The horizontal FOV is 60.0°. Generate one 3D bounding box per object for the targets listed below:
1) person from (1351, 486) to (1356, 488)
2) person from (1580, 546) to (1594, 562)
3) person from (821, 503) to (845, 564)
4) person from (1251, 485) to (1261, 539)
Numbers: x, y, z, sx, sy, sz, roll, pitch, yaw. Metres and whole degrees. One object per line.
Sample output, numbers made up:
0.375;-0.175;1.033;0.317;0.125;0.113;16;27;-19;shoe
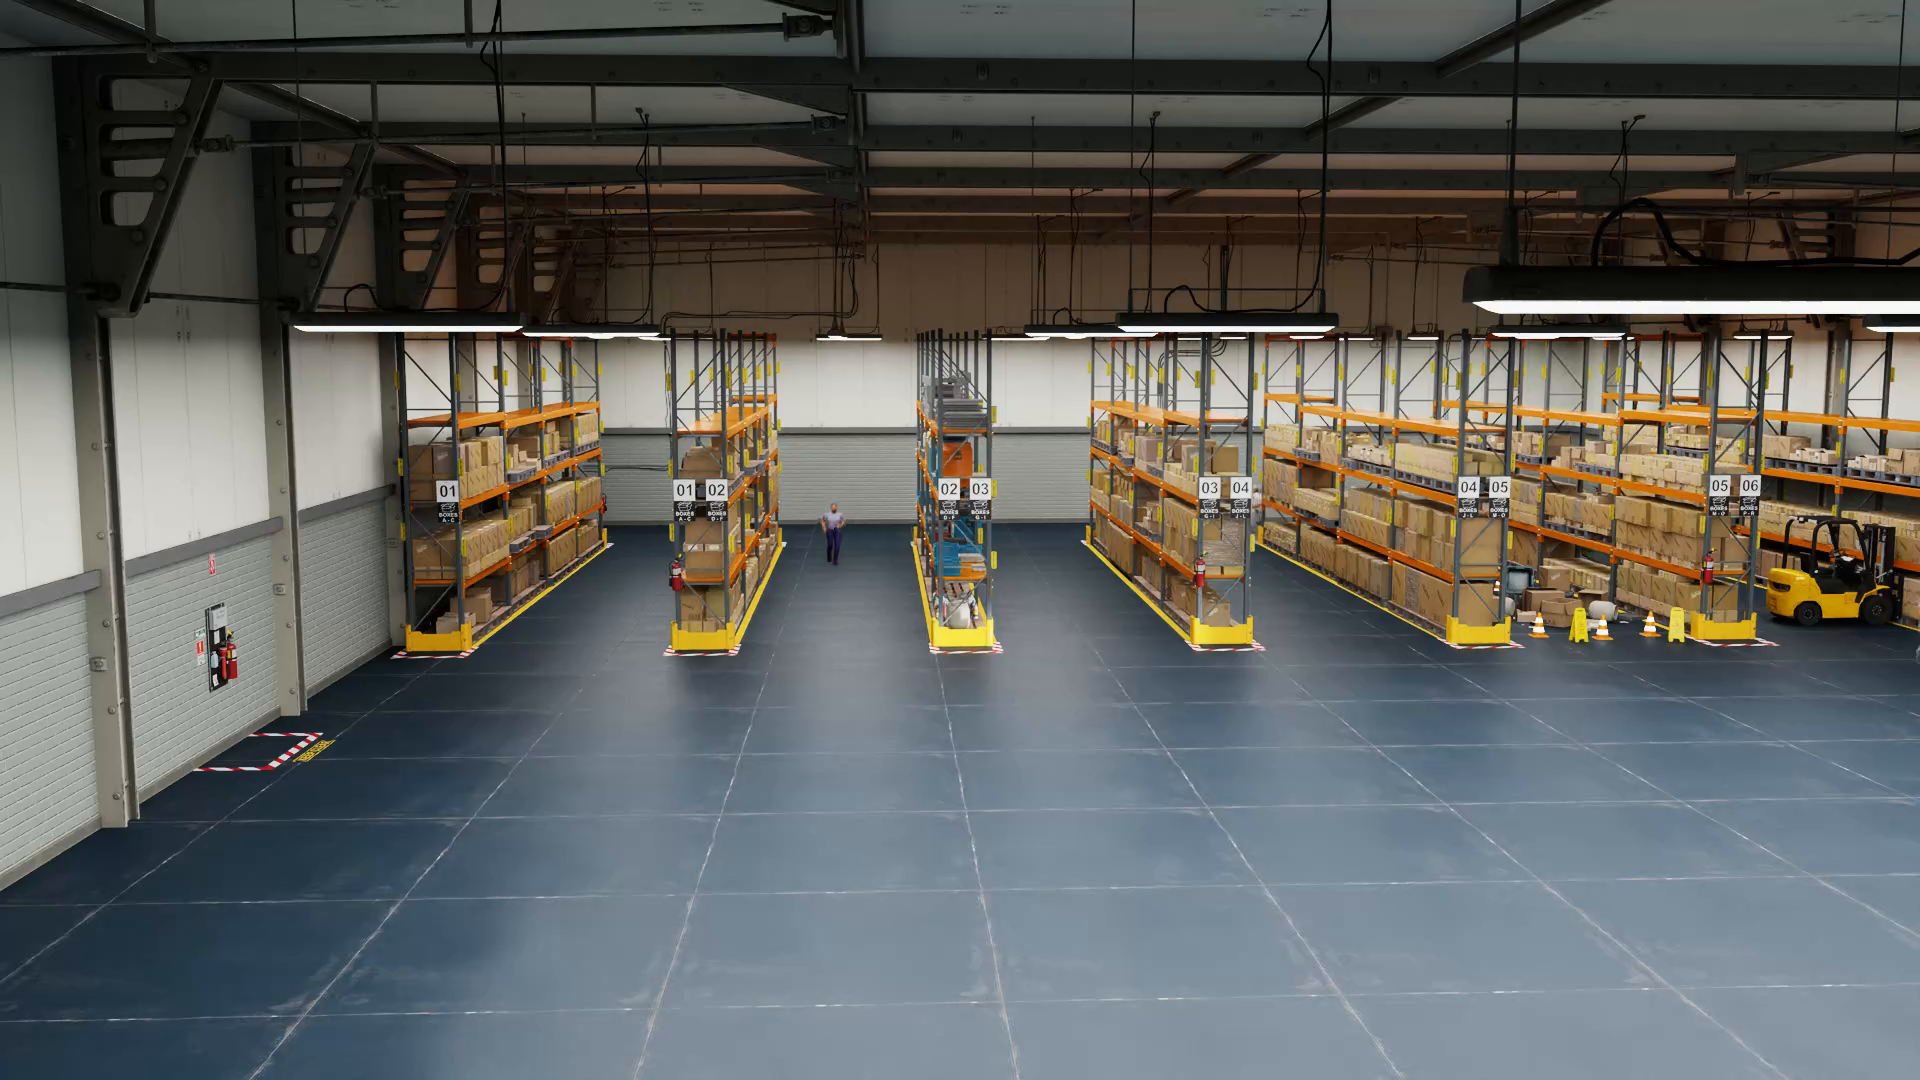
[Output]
10.952;-0.607;46.459;0.627;1.782;1.116;0;7;-4;person
15.872;-0.081;41.943;0.654;1.744;0.525;0;7;-2;person
-3.272;-0.159;43.111;0.590;1.610;0.591;-2;7;-13;person
8.600;-0.814;48.666;0.567;1.624;0.584;-3;7;-22;person
